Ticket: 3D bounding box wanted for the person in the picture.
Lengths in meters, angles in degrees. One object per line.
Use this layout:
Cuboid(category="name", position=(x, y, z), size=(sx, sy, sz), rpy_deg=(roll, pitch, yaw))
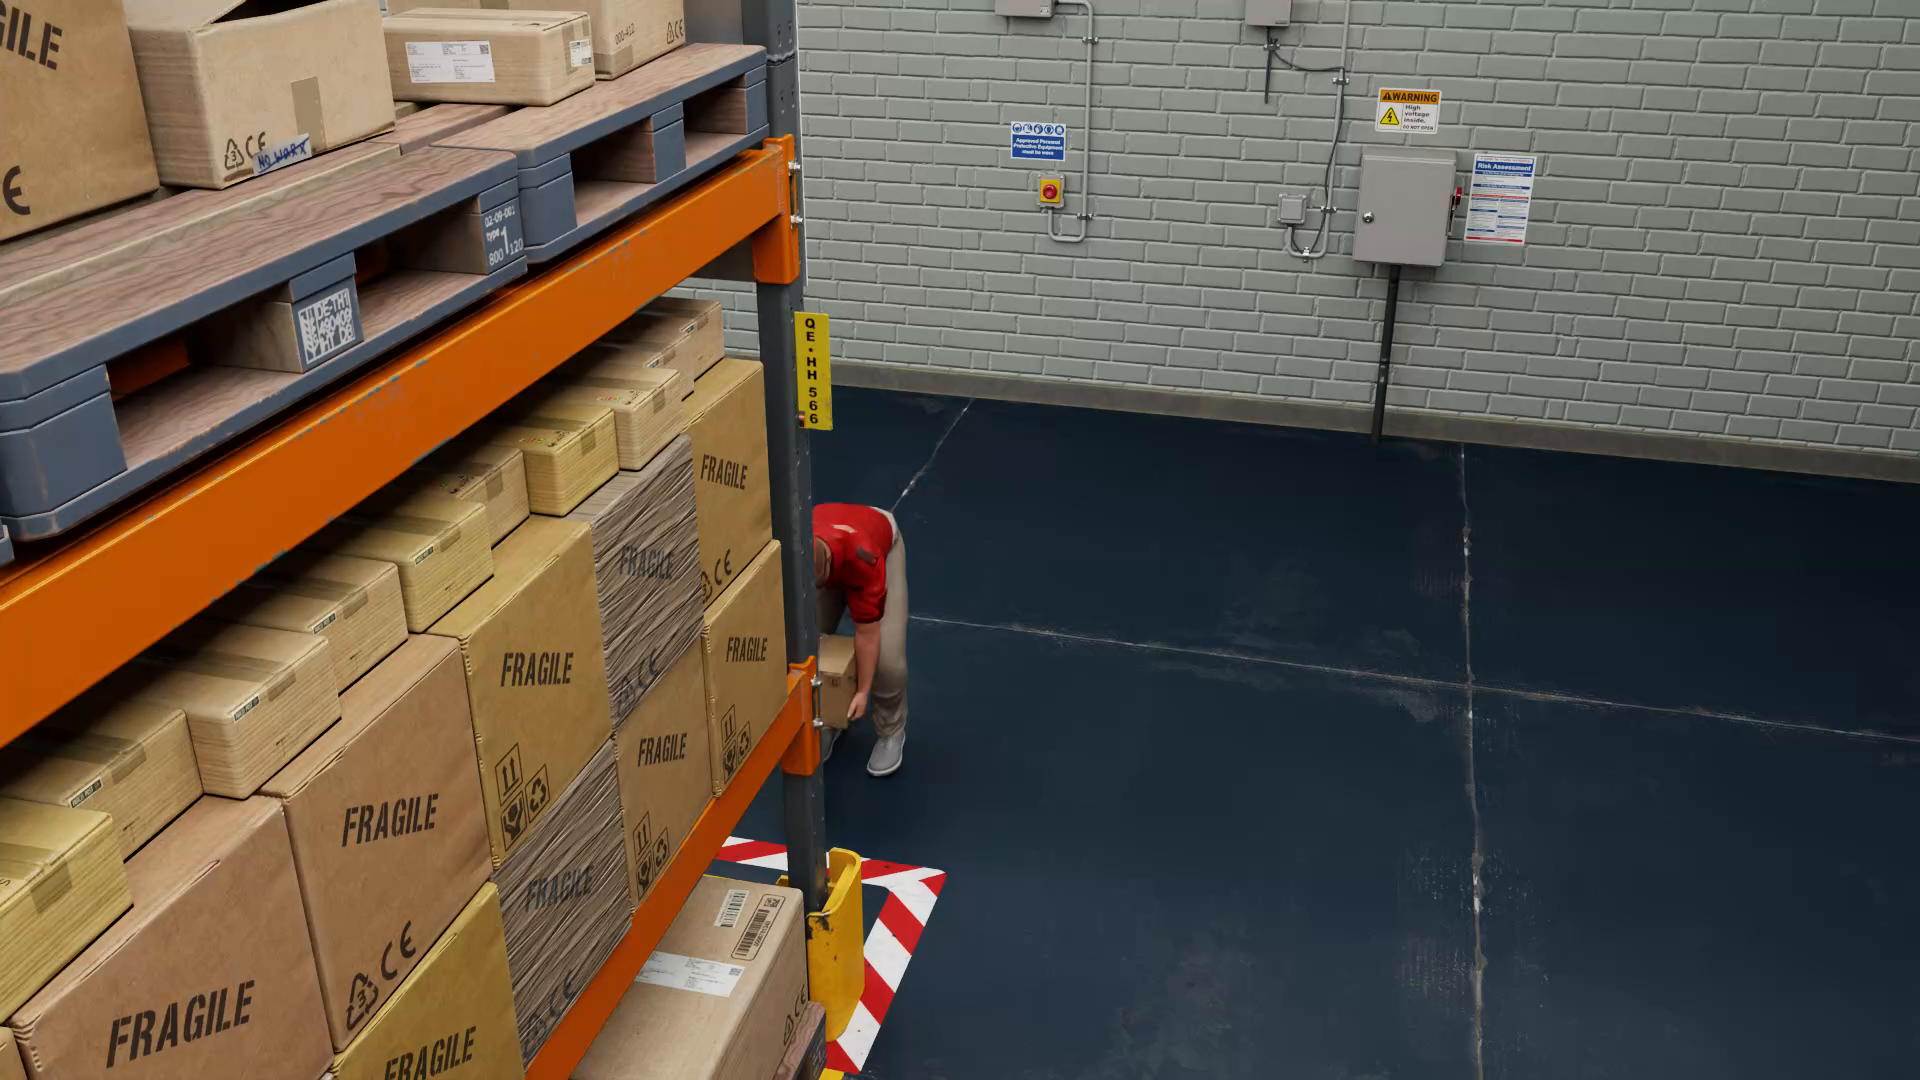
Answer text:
Cuboid(category="person", position=(-0.481, 0.394, 6.359), size=(0.483, 1.250, 0.925), rpy_deg=(6, 26, 12))
